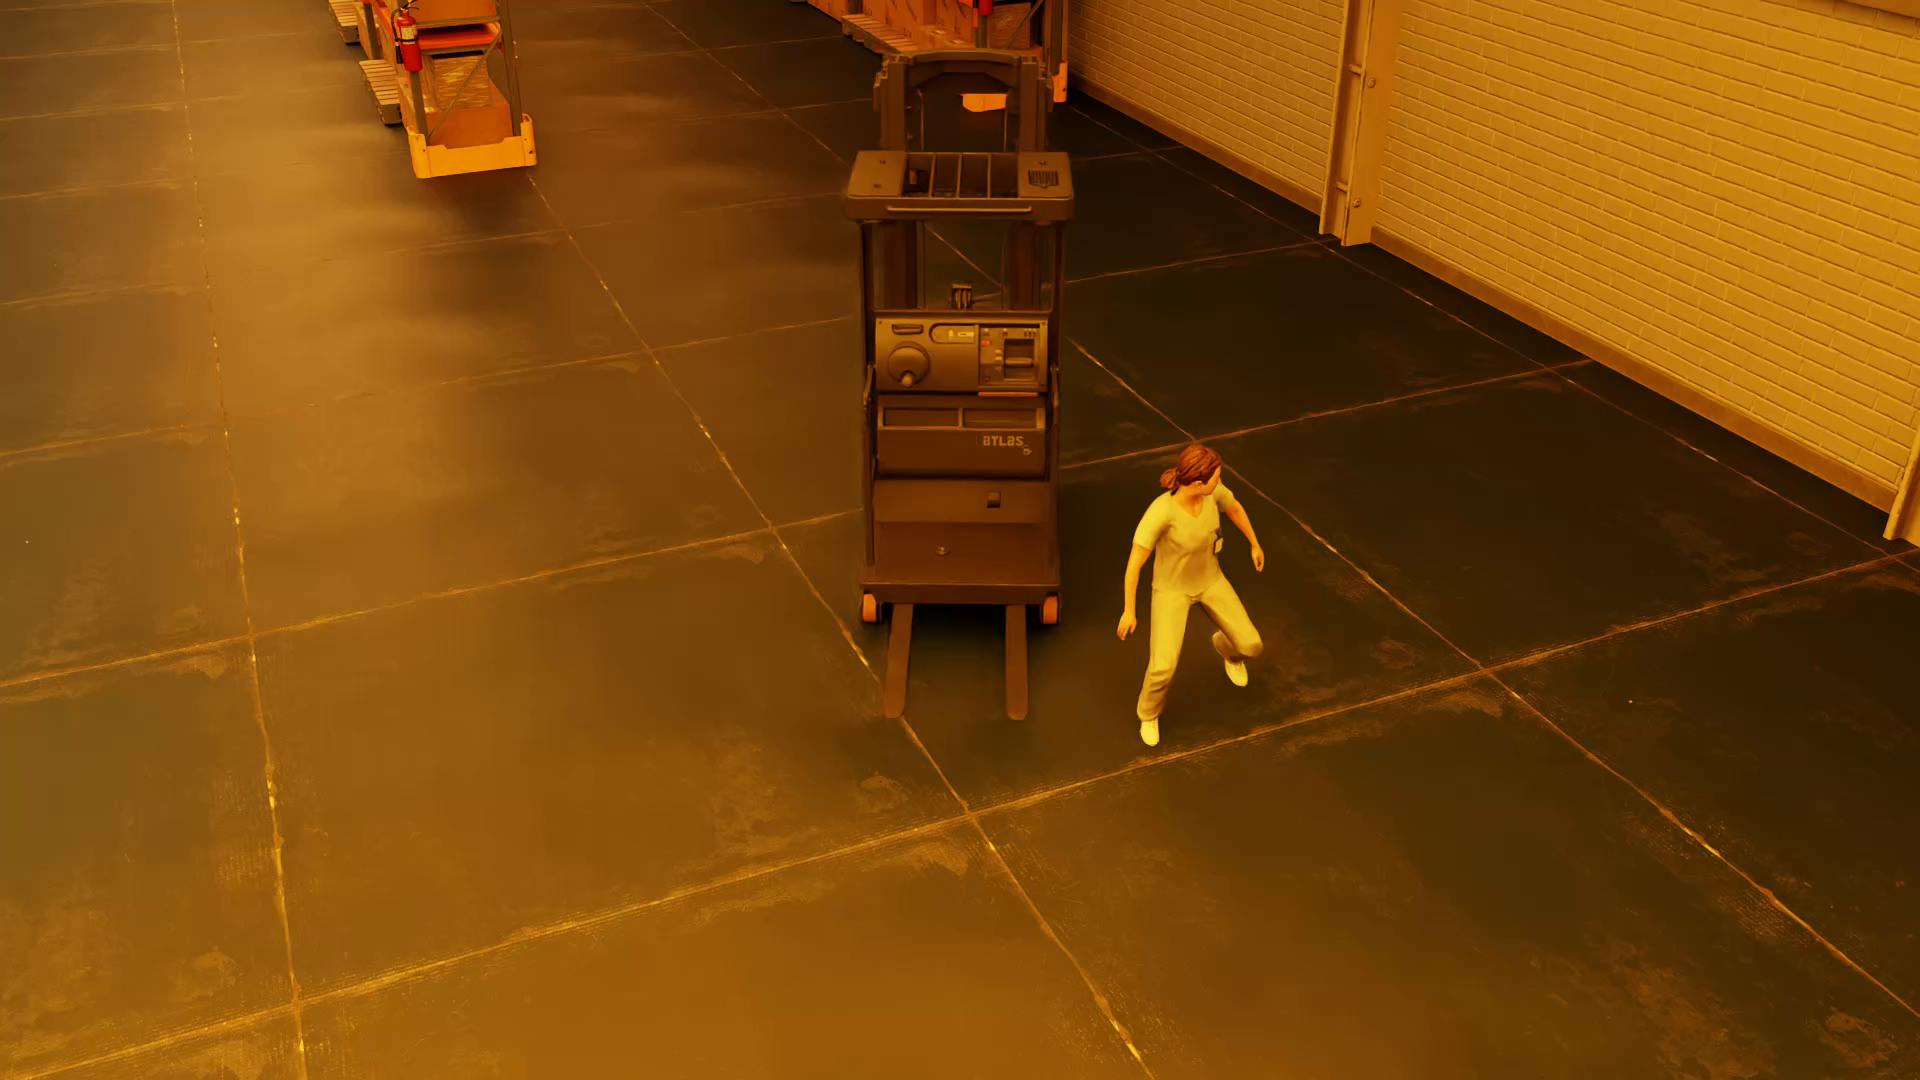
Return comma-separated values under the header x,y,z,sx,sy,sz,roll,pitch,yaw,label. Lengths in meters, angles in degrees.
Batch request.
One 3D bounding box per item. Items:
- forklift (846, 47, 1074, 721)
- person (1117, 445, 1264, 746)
x,y,z,sx,sy,sz,roll,pitch,yaw,label
0.007,-0.960,8.798,1.130,2.935,3.031,1,30,1,forklift
1.131,0.235,8.140,0.888,1.552,0.500,-10,31,-18,person
